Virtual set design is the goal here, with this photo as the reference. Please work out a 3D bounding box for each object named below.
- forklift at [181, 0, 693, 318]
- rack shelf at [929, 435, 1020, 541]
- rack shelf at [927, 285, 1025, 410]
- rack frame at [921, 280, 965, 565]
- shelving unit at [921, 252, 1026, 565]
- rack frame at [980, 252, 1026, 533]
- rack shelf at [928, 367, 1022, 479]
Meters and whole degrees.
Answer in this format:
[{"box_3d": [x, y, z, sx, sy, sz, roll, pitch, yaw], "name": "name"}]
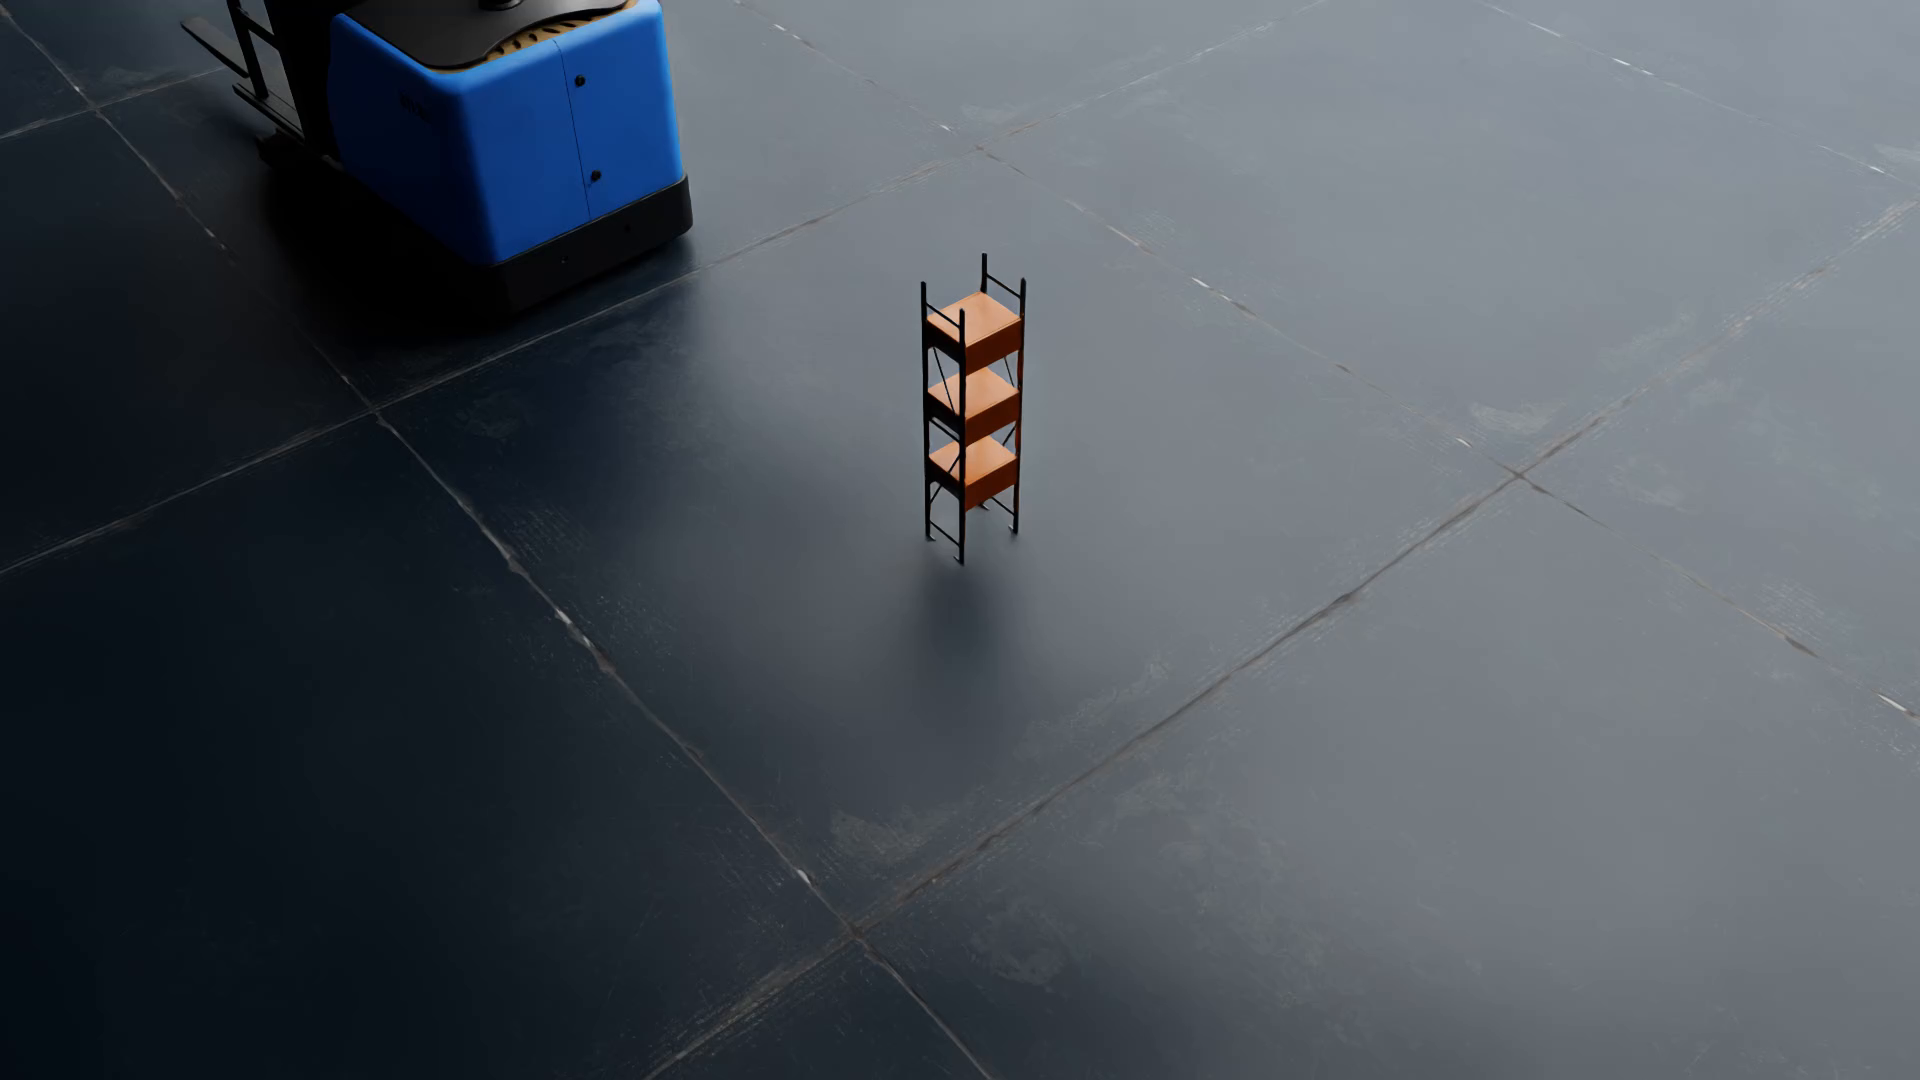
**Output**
[{"box_3d": [-2.520, -2.858, 6.652, 1.130, 2.935, 3.031, -33, 53, -30], "name": "forklift"}, {"box_3d": [0.041, -0.196, 5.613, 0.240, 0.259, 0.215, -30, 51, -28], "name": "rack shelf"}, {"box_3d": [0.041, -0.605, 5.229, 0.240, 0.259, 0.215, -30, 51, -28], "name": "rack shelf"}, {"box_3d": [-0.053, -0.353, 5.359, 0.008, 1.050, 0.200, -30, 51, -28], "name": "rack frame"}, {"box_3d": [0.041, -0.406, 5.416, 0.252, 1.050, 0.215, -30, 51, -28], "name": "shelving unit"}, {"box_3d": [0.135, -0.460, 5.473, 0.008, 1.050, 0.200, -30, 51, -28], "name": "rack frame"}, {"box_3d": [0.041, -0.398, 5.423, 0.240, 0.259, 0.215, -30, 51, -28], "name": "rack shelf"}]
